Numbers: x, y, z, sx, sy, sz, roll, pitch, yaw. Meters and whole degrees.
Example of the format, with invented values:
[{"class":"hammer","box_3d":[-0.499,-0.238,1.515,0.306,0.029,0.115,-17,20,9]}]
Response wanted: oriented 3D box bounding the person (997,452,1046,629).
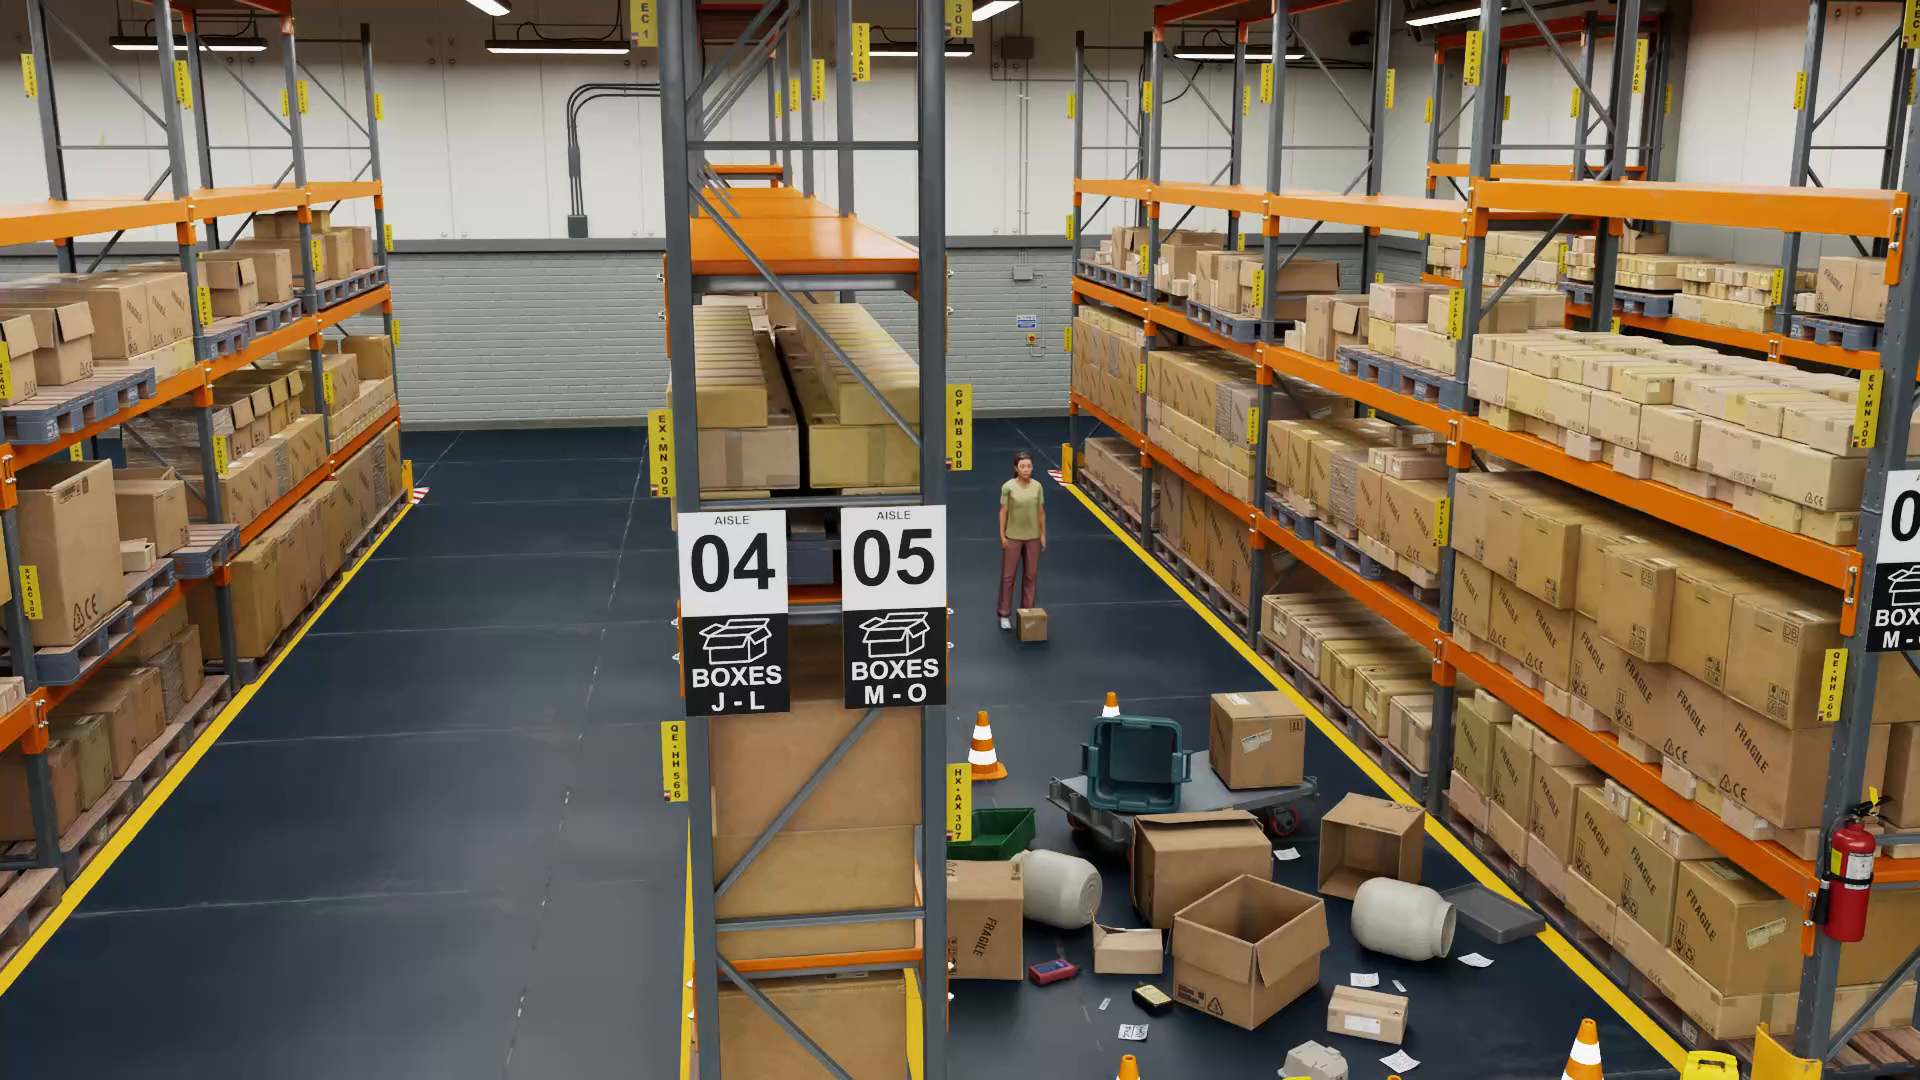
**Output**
[{"class":"person","box_3d":[0.603,-0.007,16.001,0.485,1.682,0.412,-3,14,-13]}]
